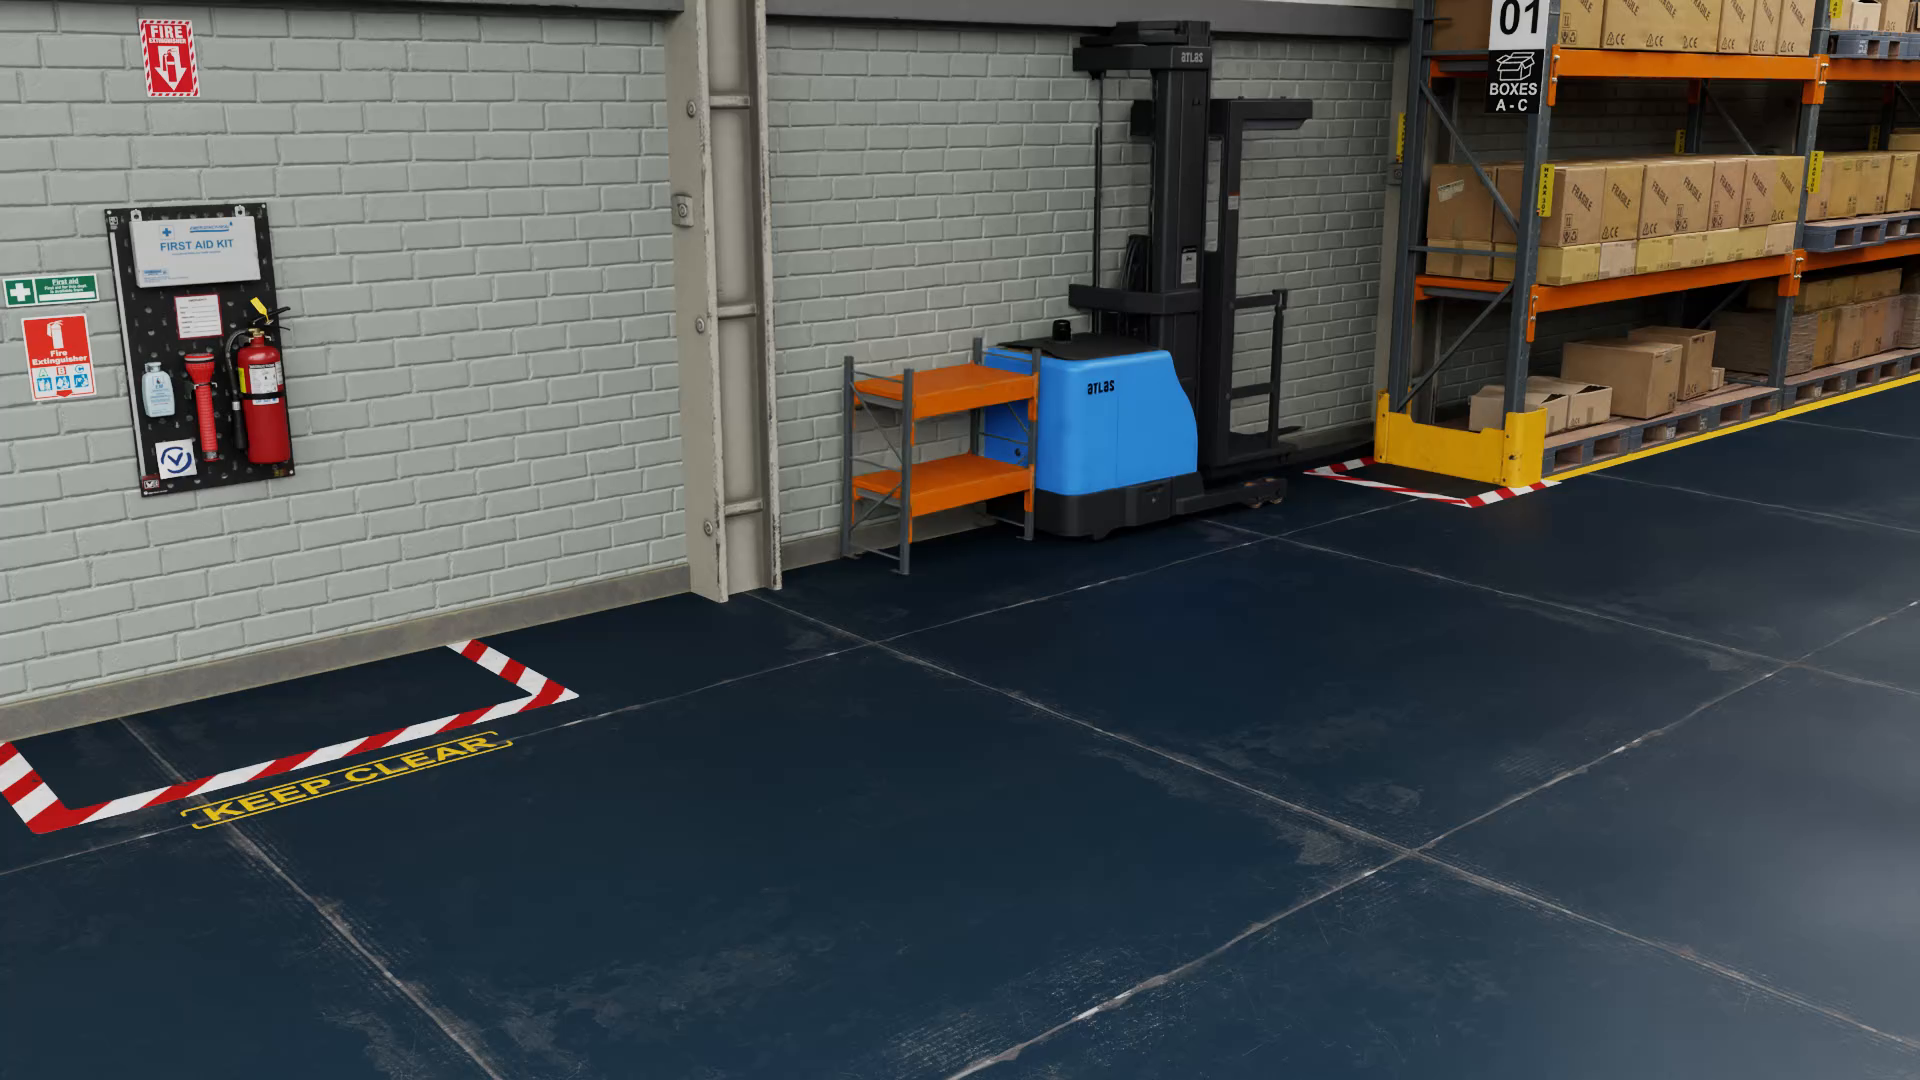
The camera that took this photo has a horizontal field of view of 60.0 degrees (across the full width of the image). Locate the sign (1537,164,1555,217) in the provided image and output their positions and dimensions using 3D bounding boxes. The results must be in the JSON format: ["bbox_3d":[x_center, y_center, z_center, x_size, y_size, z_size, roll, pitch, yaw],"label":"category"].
[{"bbox_3d":[3.736,-2.232,10.616,0.005,0.325,0.100,-13,19,-39],"label":"sign"}]

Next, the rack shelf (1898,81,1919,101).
[{"bbox_3d":[10.924,-4.715,17.171,4.000,0.370,1.077,-13,19,-39],"label":"rack shelf"}]

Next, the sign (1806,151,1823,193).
[{"bbox_3d":[6.759,-2.911,13.158,0.005,0.325,0.100,-13,19,-39],"label":"sign"}]

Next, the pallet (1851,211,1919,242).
[{"bbox_3d":[7.949,-2.839,14.937,1.213,0.211,1.003,-13,19,-39],"label":"pallet"}]

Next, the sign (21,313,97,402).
[{"bbox_3d":[-3.560,-0.722,6.573,0.234,0.329,0.001,-13,19,-39],"label":"sign"}]

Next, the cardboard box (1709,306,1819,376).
[{"bbox_3d":[6.942,-1.730,14.405,0.500,0.500,0.700,-12,19,-38],"label":"cardboard box"}]

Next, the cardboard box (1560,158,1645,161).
[{"bbox_3d":[4.749,-2.597,12.460,0.500,0.500,0.500,-12,19,-39],"label":"cardboard box"}]

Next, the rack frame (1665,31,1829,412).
[{"bbox_3d":[6.397,-2.597,13.660,0.127,3.000,1.000,-13,19,-39],"label":"rack frame"}]

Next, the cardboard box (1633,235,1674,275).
[{"bbox_3d":[4.727,-2.053,11.877,0.500,0.250,0.500,-13,20,-40],"label":"cardboard box"}]

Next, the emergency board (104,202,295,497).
[{"bbox_3d":[-3.075,-0.779,6.853,0.643,1.169,0.194,-13,19,-39],"label":"emergency board"}]

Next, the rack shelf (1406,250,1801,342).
[{"bbox_3d":[4.889,-1.911,12.485,4.000,0.370,1.077,-13,19,-39],"label":"rack shelf"}]

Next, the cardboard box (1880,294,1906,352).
[{"bbox_3d":[8.441,-2.083,15.726,0.500,0.500,0.700,-13,20,-39],"label":"cardboard box"}]

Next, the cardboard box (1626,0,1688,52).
[{"bbox_3d":[4.614,-3.607,11.398,0.500,0.500,0.500,-12,19,-37],"label":"cardboard box"}]

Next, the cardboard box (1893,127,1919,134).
[{"bbox_3d":[9.587,-3.966,16.523,0.500,0.250,0.500,-12,19,-38],"label":"cardboard box"}]

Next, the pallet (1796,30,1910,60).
[{"bbox_3d":[6.933,-4.039,13.611,1.003,0.211,1.213,-13,19,-39],"label":"pallet"}]

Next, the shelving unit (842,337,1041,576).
[{"bbox_3d":[-0.099,-0.496,9.342,0.538,1.125,1.048,17,22,41],"label":"shelving unit"}]

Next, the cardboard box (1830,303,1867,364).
[{"bbox_3d":[7.710,-1.906,15.063,0.500,0.500,0.700,-12,19,-39],"label":"cardboard box"}]

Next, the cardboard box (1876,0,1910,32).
[{"bbox_3d":[7.793,-4.583,14.277,0.500,0.500,0.500,-14,20,-41],"label":"cardboard box"}]

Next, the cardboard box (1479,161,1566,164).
[{"bbox_3d":[3.982,-2.424,11.809,0.500,0.500,0.500,-12,19,-39],"label":"cardboard box"}]

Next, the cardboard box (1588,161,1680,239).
[{"bbox_3d":[4.711,-2.409,11.757,0.500,0.500,0.500,-13,20,-41],"label":"cardboard box"}]

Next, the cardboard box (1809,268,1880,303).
[{"bbox_3d":[8.050,-2.337,15.226,0.500,0.250,0.500,-13,20,-40],"label":"cardboard box"}]

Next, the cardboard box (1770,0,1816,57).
[{"bbox_3d":[6.177,-3.970,12.756,0.500,0.500,0.500,-12,19,-38],"label":"cardboard box"}]

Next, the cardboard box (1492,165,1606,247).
[{"bbox_3d":[3.937,-2.241,11.127,0.500,0.500,0.500,-13,19,-39],"label":"cardboard box"}]

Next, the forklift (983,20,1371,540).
[{"bbox_3d":[1.460,-1.706,10.458,3.031,2.935,1.130,-12,19,-38],"label":"forklift"}]

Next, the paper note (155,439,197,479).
[{"bbox_3d":[-3.254,-0.337,6.905,0.142,0.148,0.016,-13,19,-39],"label":"paper note"}]

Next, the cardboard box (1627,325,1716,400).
[{"bbox_3d":[5.641,-1.418,13.239,0.500,0.500,0.500,14,21,43],"label":"cardboard box"}]

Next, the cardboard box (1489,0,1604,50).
[{"bbox_3d":[3.796,-3.435,10.751,0.500,0.500,0.500,-12,19,-38],"label":"cardboard box"}]

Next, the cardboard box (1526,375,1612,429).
[{"bbox_3d":[4.391,-1.029,12.148,0.500,0.311,0.500,-11,18,-35],"label":"cardboard box"}]

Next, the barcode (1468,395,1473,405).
[{"bbox_3d":[3.712,-1.018,12.089,0.075,0.075,0.001,-13,19,-39],"label":"barcode"}]

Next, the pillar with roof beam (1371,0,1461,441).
[{"bbox_3d":[6.166,-4.267,8.286,0.400,9.000,9.100,-13,19,-39],"label":"pillar with roof beam"}]

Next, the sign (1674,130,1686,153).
[{"bbox_3d":[6.030,-3.264,13.913,0.005,0.325,0.100,-13,19,-39],"label":"sign"}]

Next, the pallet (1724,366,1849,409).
[{"bbox_3d":[6.984,-1.382,14.515,1.213,0.211,1.003,-13,19,-39],"label":"pallet"}]

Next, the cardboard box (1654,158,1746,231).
[{"bbox_3d":[5.484,-2.587,12.423,0.500,0.500,0.500,-13,20,-41],"label":"cardboard box"}]

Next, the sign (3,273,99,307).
[{"bbox_3d":[-3.551,-0.978,6.501,0.331,0.109,0.001,-13,19,-39],"label":"sign"}]

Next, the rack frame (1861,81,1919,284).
[{"bbox_3d":[9.415,-3.275,16.197,0.127,3.000,1.000,-13,19,-39],"label":"rack frame"}]

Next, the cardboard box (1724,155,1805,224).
[{"bbox_3d":[6.244,-2.756,13.055,0.500,0.500,0.500,-13,20,-39],"label":"cardboard box"}]

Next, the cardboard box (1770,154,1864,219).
[{"bbox_3d":[7.230,-3.031,14.238,0.500,0.500,0.700,-10,18,-34],"label":"cardboard box"}]

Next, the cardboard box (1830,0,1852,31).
[{"bbox_3d":[6.862,-4.375,13.495,0.500,0.500,0.500,-9,18,-32],"label":"cardboard box"}]

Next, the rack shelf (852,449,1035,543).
[{"bbox_3d":[-0.106,-0.261,9.411,0.538,0.278,1.000,17,22,41],"label":"rack shelf"}]

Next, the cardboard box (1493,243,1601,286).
[{"bbox_3d":[3.957,-1.878,11.218,0.500,0.250,0.500,-13,20,-41],"label":"cardboard box"}]

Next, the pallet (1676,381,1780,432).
[{"bbox_3d":[5.914,-1.129,13.568,1.213,0.211,1.003,-13,19,-39],"label":"pallet"}]

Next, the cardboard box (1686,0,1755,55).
[{"bbox_3d":[5.396,-3.786,12.067,0.500,0.500,0.500,-14,20,-41],"label":"cardboard box"}]

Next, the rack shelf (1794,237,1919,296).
[{"bbox_3d":[7.906,-2.588,15.022,4.000,0.370,1.077,-13,19,-39],"label":"rack shelf"}]

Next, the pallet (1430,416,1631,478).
[{"bbox_3d":[4.073,-0.716,12.021,1.213,0.211,1.003,-13,19,-39],"label":"pallet"}]

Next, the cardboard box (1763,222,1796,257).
[{"bbox_3d":[6.239,-2.395,13.156,0.500,0.250,0.500,-13,19,-39],"label":"cardboard box"}]

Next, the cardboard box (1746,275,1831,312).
[{"bbox_3d":[7.272,-2.167,14.590,0.500,0.250,0.500,-13,20,-41],"label":"cardboard box"}]

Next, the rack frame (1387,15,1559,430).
[{"bbox_3d":[3.380,-1.919,11.124,0.127,3.000,1.000,-13,19,-39],"label":"rack frame"}]

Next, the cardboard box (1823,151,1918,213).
[{"bbox_3d":[8.142,-3.239,15.016,0.500,0.500,0.700,-13,19,-39],"label":"cardboard box"}]

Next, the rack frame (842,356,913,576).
[{"bbox_3d":[-0.450,-0.403,8.987,0.500,1.125,0.032,17,22,41],"label":"rack frame"}]

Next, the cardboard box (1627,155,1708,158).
[{"bbox_3d":[5.513,-2.771,13.109,0.500,0.500,0.500,-13,20,-40],"label":"cardboard box"}]

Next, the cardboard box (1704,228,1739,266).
[{"bbox_3d":[5.489,-2.224,12.516,0.500,0.250,0.500,-13,20,-40],"label":"cardboard box"}]
